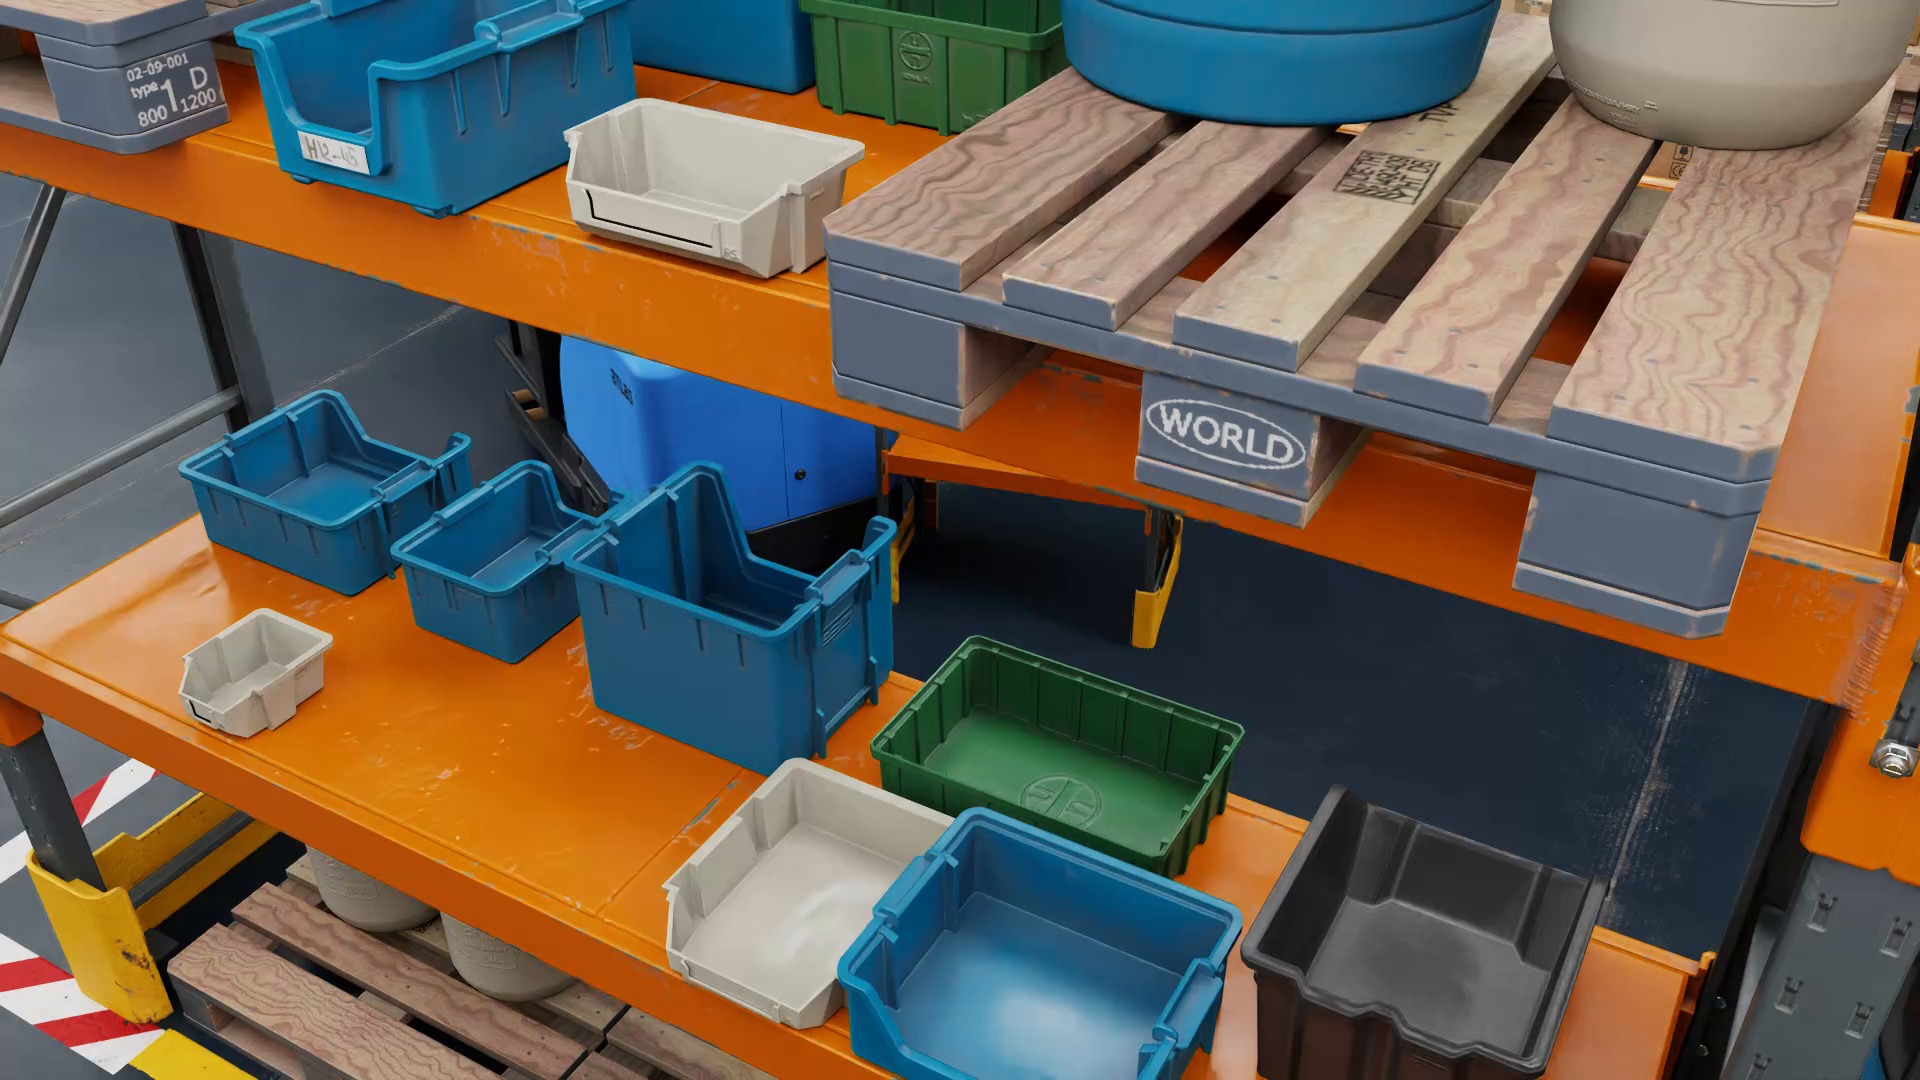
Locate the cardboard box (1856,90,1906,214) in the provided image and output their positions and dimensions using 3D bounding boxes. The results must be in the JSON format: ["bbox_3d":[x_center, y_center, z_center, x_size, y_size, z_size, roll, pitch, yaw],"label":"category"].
[{"bbox_3d":[3.315,-1.636,6.410,0.500,0.500,0.700,17,37,23],"label":"cardboard box"}]

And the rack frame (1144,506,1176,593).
[{"bbox_3d":[0.753,-0.380,5.967,0.032,1.500,0.500,9,35,13],"label":"rack frame"}]

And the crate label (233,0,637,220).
[{"bbox_3d":[-0.769,-0.706,2.531,0.408,0.251,0.502,18,37,24],"label":"crate label"}]

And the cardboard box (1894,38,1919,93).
[{"bbox_3d":[3.361,-1.759,6.009,0.250,0.149,0.380,18,37,24],"label":"cardboard box"}]

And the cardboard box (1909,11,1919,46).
[{"bbox_3d":[3.315,-2.176,6.051,0.500,0.500,0.700,18,38,25],"label":"cardboard box"}]

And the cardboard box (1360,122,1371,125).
[{"bbox_3d":[1.975,-2.058,7.044,0.500,0.500,0.700,19,38,26],"label":"cardboard box"}]

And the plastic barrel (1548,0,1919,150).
[{"bbox_3d":[0.966,-0.775,2.022,0.421,0.512,0.421,0,34,0],"label":"plastic barrel"}]

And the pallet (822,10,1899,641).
[{"bbox_3d":[0.568,-0.414,2.129,1.003,0.211,1.213,18,37,24],"label":"pallet"}]

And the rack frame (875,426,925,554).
[{"bbox_3d":[-0.225,-0.533,6.198,0.032,1.500,0.500,9,35,13],"label":"rack frame"}]

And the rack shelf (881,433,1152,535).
[{"bbox_3d":[0.264,-0.307,6.182,1.000,0.185,0.538,9,35,13],"label":"rack shelf"}]

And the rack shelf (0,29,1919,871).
[{"bbox_3d":[-0.494,-0.592,2.875,4.000,0.370,1.077,18,37,24],"label":"rack shelf"}]

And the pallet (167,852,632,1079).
[{"bbox_3d":[-1.438,1.192,4.769,1.213,0.211,1.003,18,37,24],"label":"pallet"}]

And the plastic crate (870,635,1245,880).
[{"bbox_3d":[0.204,0.486,3.504,0.662,0.188,0.450,18,37,24],"label":"plastic crate"}]

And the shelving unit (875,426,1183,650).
[{"bbox_3d":[0.273,-0.455,6.080,1.083,1.500,0.587,9,35,13],"label":"shelving unit"}]

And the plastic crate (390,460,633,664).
[{"bbox_3d":[-1.086,0.044,4.112,0.408,0.251,0.499,18,37,24],"label":"plastic crate"}]

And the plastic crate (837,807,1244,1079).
[{"bbox_3d":[0.147,0.796,2.983,0.616,0.251,0.499,18,37,24],"label":"plastic crate"}]

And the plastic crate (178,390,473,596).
[{"bbox_3d":[-1.647,-0.137,4.384,0.616,0.251,0.499,18,37,24],"label":"plastic crate"}]

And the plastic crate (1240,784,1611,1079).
[{"bbox_3d":[0.851,0.728,3.006,0.504,0.338,0.767,18,37,24],"label":"plastic crate"}]

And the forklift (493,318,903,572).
[{"bbox_3d":[-1.397,-1.757,6.745,1.130,2.935,3.031,-18,38,-24],"label":"forklift"}]

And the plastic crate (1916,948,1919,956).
[{"bbox_3d":[1.815,0.867,2.685,0.583,0.464,0.402,18,37,24],"label":"plastic crate"}]

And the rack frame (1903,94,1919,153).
[{"bbox_3d":[6.158,-3.860,9.841,0.127,3.000,1.000,18,37,24],"label":"rack frame"}]

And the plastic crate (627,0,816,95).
[{"bbox_3d":[-0.425,-1.055,2.936,0.575,0.384,0.392,18,37,24],"label":"plastic crate"}]

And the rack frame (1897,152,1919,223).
[{"bbox_3d":[3.703,-1.475,6.259,0.127,3.000,1.000,18,37,24],"label":"rack frame"}]

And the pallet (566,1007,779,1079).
[{"bbox_3d":[-0.383,1.528,4.265,1.213,0.211,1.003,18,37,24],"label":"pallet"}]

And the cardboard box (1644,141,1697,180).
[{"bbox_3d":[2.854,-1.778,6.623,0.500,0.500,0.700,17,37,24],"label":"cardboard box"}]

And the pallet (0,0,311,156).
[{"bbox_3d":[-1.561,-1.088,3.142,1.213,0.211,1.003,18,37,24],"label":"pallet"}]

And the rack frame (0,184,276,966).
[{"bbox_3d":[-2.230,-0.193,4.333,0.127,3.000,1.000,18,37,24],"label":"rack frame"}]

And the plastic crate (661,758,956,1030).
[{"bbox_3d":[-0.293,0.692,3.242,0.437,0.136,0.530,18,37,24],"label":"plastic crate"}]

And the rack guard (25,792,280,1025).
[{"bbox_3d":[-2.141,0.846,5.029,0.348,0.500,1.175,18,37,24],"label":"rack guard"}]

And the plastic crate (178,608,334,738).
[{"bbox_3d":[-1.613,0.318,3.804,0.250,0.136,0.298,18,37,24],"label":"plastic crate"}]

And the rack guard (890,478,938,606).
[{"bbox_3d":[-0.206,-0.010,6.540,0.087,0.250,0.587,9,35,13],"label":"rack guard"}]

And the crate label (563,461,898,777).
[{"bbox_3d":[-0.498,0.169,3.759,0.616,0.435,0.502,18,37,24],"label":"crate label"}]

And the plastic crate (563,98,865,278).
[{"bbox_3d":[-0.352,-0.478,2.294,0.396,0.136,0.243,18,37,24],"label":"plastic crate"}]

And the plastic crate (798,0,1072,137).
[{"bbox_3d":[0.008,-0.818,2.757,0.450,0.188,0.336,18,37,24],"label":"plastic crate"}]

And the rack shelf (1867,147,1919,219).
[{"bbox_3d":[1.967,-1.726,7.285,4.000,0.370,1.077,18,37,24],"label":"rack shelf"}]

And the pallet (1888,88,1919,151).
[{"bbox_3d":[5.557,-2.867,10.865,1.213,0.211,1.003,18,37,24],"label":"pallet"}]

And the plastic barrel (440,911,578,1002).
[{"bbox_3d":[-1.186,0.950,4.483,0.421,0.512,0.421,0,34,0],"label":"plastic barrel"}]

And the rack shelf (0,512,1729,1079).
[{"bbox_3d":[-0.494,0.657,3.707,4.000,0.370,1.077,18,37,24],"label":"rack shelf"}]

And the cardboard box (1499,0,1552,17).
[{"bbox_3d":[2.259,-2.109,6.535,0.250,0.149,0.380,19,38,26],"label":"cardboard box"}]

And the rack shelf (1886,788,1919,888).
[{"bbox_3d":[2.979,0.508,1.223,4.000,0.370,1.077,18,37,24],"label":"rack shelf"}]

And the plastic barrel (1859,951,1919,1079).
[{"bbox_3d":[1.428,0.951,2.164,0.708,0.901,0.600,18,37,24],"label":"plastic barrel"}]

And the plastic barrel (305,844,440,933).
[{"bbox_3d":[-1.621,0.812,4.690,0.421,0.512,0.421,0,34,0],"label":"plastic barrel"}]

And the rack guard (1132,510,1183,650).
[{"bbox_3d":[0.752,0.140,6.313,0.087,0.250,0.587,9,35,13],"label":"rack guard"}]

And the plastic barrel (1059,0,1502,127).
[{"bbox_3d":[0.431,-1.050,2.083,0.708,0.901,0.600,18,37,24],"label":"plastic barrel"}]
